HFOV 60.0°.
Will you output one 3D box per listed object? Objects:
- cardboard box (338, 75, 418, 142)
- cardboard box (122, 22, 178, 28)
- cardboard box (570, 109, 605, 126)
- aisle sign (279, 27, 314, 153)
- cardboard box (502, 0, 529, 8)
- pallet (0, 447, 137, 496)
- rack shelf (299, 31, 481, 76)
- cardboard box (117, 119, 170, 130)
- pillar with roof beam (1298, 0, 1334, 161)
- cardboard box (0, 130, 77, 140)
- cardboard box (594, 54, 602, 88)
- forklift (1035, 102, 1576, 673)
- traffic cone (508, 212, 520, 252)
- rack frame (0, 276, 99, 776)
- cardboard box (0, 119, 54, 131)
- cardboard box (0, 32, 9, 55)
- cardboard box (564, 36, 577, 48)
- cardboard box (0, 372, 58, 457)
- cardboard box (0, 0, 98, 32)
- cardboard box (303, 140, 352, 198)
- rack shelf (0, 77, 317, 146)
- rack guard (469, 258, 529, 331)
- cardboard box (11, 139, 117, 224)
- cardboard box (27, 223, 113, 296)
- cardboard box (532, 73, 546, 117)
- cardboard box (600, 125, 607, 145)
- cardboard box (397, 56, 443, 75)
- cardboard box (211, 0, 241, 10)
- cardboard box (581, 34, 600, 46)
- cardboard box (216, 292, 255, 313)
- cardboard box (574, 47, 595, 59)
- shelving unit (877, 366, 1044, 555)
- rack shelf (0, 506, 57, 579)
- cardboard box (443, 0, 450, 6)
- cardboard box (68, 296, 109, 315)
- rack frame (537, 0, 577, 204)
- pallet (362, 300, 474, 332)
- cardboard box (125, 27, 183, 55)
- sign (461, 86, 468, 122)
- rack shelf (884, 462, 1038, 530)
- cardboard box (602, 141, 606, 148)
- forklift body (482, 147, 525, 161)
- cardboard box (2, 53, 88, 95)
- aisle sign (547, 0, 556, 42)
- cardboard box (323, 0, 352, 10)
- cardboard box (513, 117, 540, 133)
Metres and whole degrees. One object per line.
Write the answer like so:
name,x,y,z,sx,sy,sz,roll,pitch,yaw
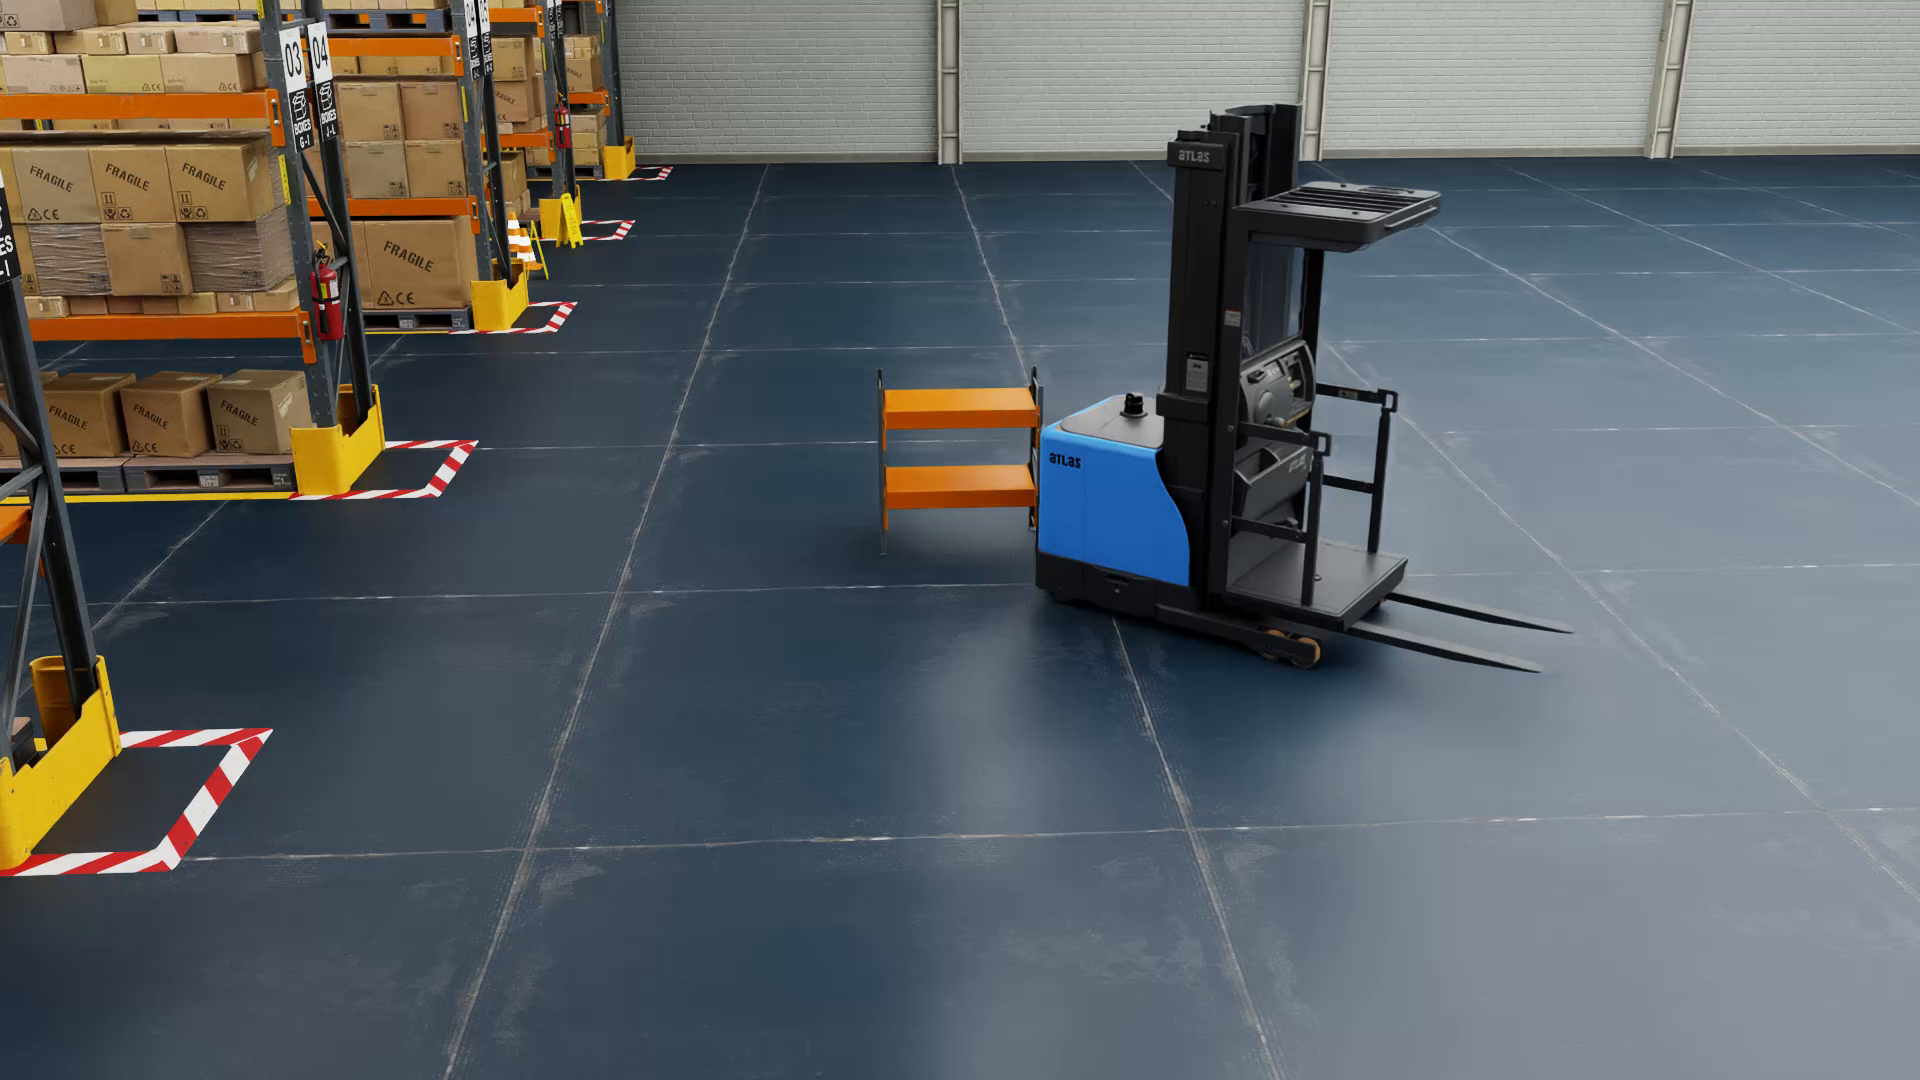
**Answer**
cardboard box,-5.658,-4.234,16.297,0.550,0.550,0.875,-1,21,-3
cardboard box,-5.633,-3.527,11.605,0.250,0.149,0.380,0,21,-1
cardboard box,-5.903,-6.652,26.247,0.500,0.250,0.500,-1,21,-4
aisle sign,-4.481,-3.042,11.243,0.004,0.787,0.394,-1,21,-3
cardboard box,-5.465,-6.631,20.459,0.250,0.149,0.380,-1,21,-3
pallet,-6.664,-0.600,12.401,1.213,0.211,1.003,-1,21,-3
rack shelf,-6.738,-4.722,16.103,4.000,0.370,1.077,-1,21,-3
cardboard box,-7.822,-4.238,16.308,0.550,0.550,0.875,-1,21,-3
pillar with roof beam,6.067,-9.040,22.219,0.400,9.000,9.100,-1,21,-3
cardboard box,-6.622,-2.641,11.878,0.500,0.500,0.500,-1,21,-3
cardboard box,-5.923,-7.352,26.074,0.500,0.500,0.500,0,21,-1
forklift,1.968,-0.872,9.293,3.031,2.935,1.130,14,25,32
traffic cone,-5.481,-3.801,20.453,0.334,0.463,0.336,-1,21,-3
rack frame,-4.277,-0.173,7.361,0.127,3.000,1.000,-1,21,-3
cardboard box,-9.231,-4.117,16.174,0.500,0.500,0.700,-2,21,-4
cardboard box,-6.395,-3.321,11.064,0.250,0.149,0.380,-2,21,-6
cardboard box,-6.002,-7.607,25.415,0.250,0.149,0.380,-1,21,-3
cardboard box,-6.965,-0.928,12.267,0.500,0.500,0.500,-3,21,-8
cardboard box,-6.093,-3.633,10.970,0.500,0.500,0.500,-1,21,-3
cardboard box,-6.224,-3.758,16.564,0.550,0.550,0.875,-1,21,-3
rack shelf,-6.556,-2.958,11.469,4.000,0.370,1.077,-1,21,-3
rack guard,-4.718,-2.529,17.061,0.348,0.500,1.175,-1,21,-3
cardboard box,-6.093,-2.465,11.417,0.500,0.500,0.500,-1,21,-3
cardboard box,-6.104,-2.070,11.782,0.500,0.500,0.875,-1,21,-3
cardboard box,-5.614,-5.728,21.391,0.500,0.500,0.500,-1,21,-4
cardboard box,-5.894,-6.425,26.354,0.500,0.250,0.500,-1,21,-2
cardboard box,-6.632,-5.964,20.605,0.500,0.500,0.700,-1,21,-4
cardboard box,-6.834,-5.061,15.604,0.250,0.149,0.380,-1,21,-2
cardboard box,-5.760,-7.774,25.855,0.250,0.149,0.380,-2,21,-4
cardboard box,-5.082,-1.731,11.806,0.250,0.149,0.380,-1,21,-3
cardboard box,-5.742,-7.460,25.446,0.250,0.149,0.380,-1,21,-2
shelving unit,-0.007,-0.526,10.920,1.048,1.125,0.538,-1,21,-3
rack shelf,-6.274,0.203,7.382,4.000,0.370,1.077,-1,21,-3
cardboard box,-5.102,-5.331,16.314,0.250,0.149,0.380,-1,21,-3
cardboard box,-6.079,-1.705,11.737,0.250,0.149,0.380,-1,21,-3
rack frame,-5.125,-5.453,21.228,0.127,3.000,1.000,-1,21,-3
pallet,-5.536,-2.350,16.996,1.213,0.211,1.003,-1,21,-3
cardboard box,-5.352,-3.326,11.077,0.250,0.149,0.380,-2,21,-5
sign,-4.725,-4.156,15.860,0.005,0.325,0.100,-1,21,-3
rack shelf,-0.007,-0.297,11.007,1.000,0.278,0.538,-1,21,-3
cardboard box,-5.914,-6.187,26.430,0.500,0.250,0.500,-1,21,-3
forklift body,-7.201,-6.133,24.207,1.214,2.155,2.313,-1,21,-3
cardboard box,-6.037,-3.146,11.163,0.500,0.250,0.500,-1,21,-2
aisle sign,-5.047,-6.566,20.498,0.004,0.787,0.394,-1,21,-3
cardboard box,-5.815,-5.082,15.660,0.250,0.149,0.380,-1,21,-3
cardboard box,-5.486,-5.252,21.053,0.250,0.149,0.380,0,21,-1
